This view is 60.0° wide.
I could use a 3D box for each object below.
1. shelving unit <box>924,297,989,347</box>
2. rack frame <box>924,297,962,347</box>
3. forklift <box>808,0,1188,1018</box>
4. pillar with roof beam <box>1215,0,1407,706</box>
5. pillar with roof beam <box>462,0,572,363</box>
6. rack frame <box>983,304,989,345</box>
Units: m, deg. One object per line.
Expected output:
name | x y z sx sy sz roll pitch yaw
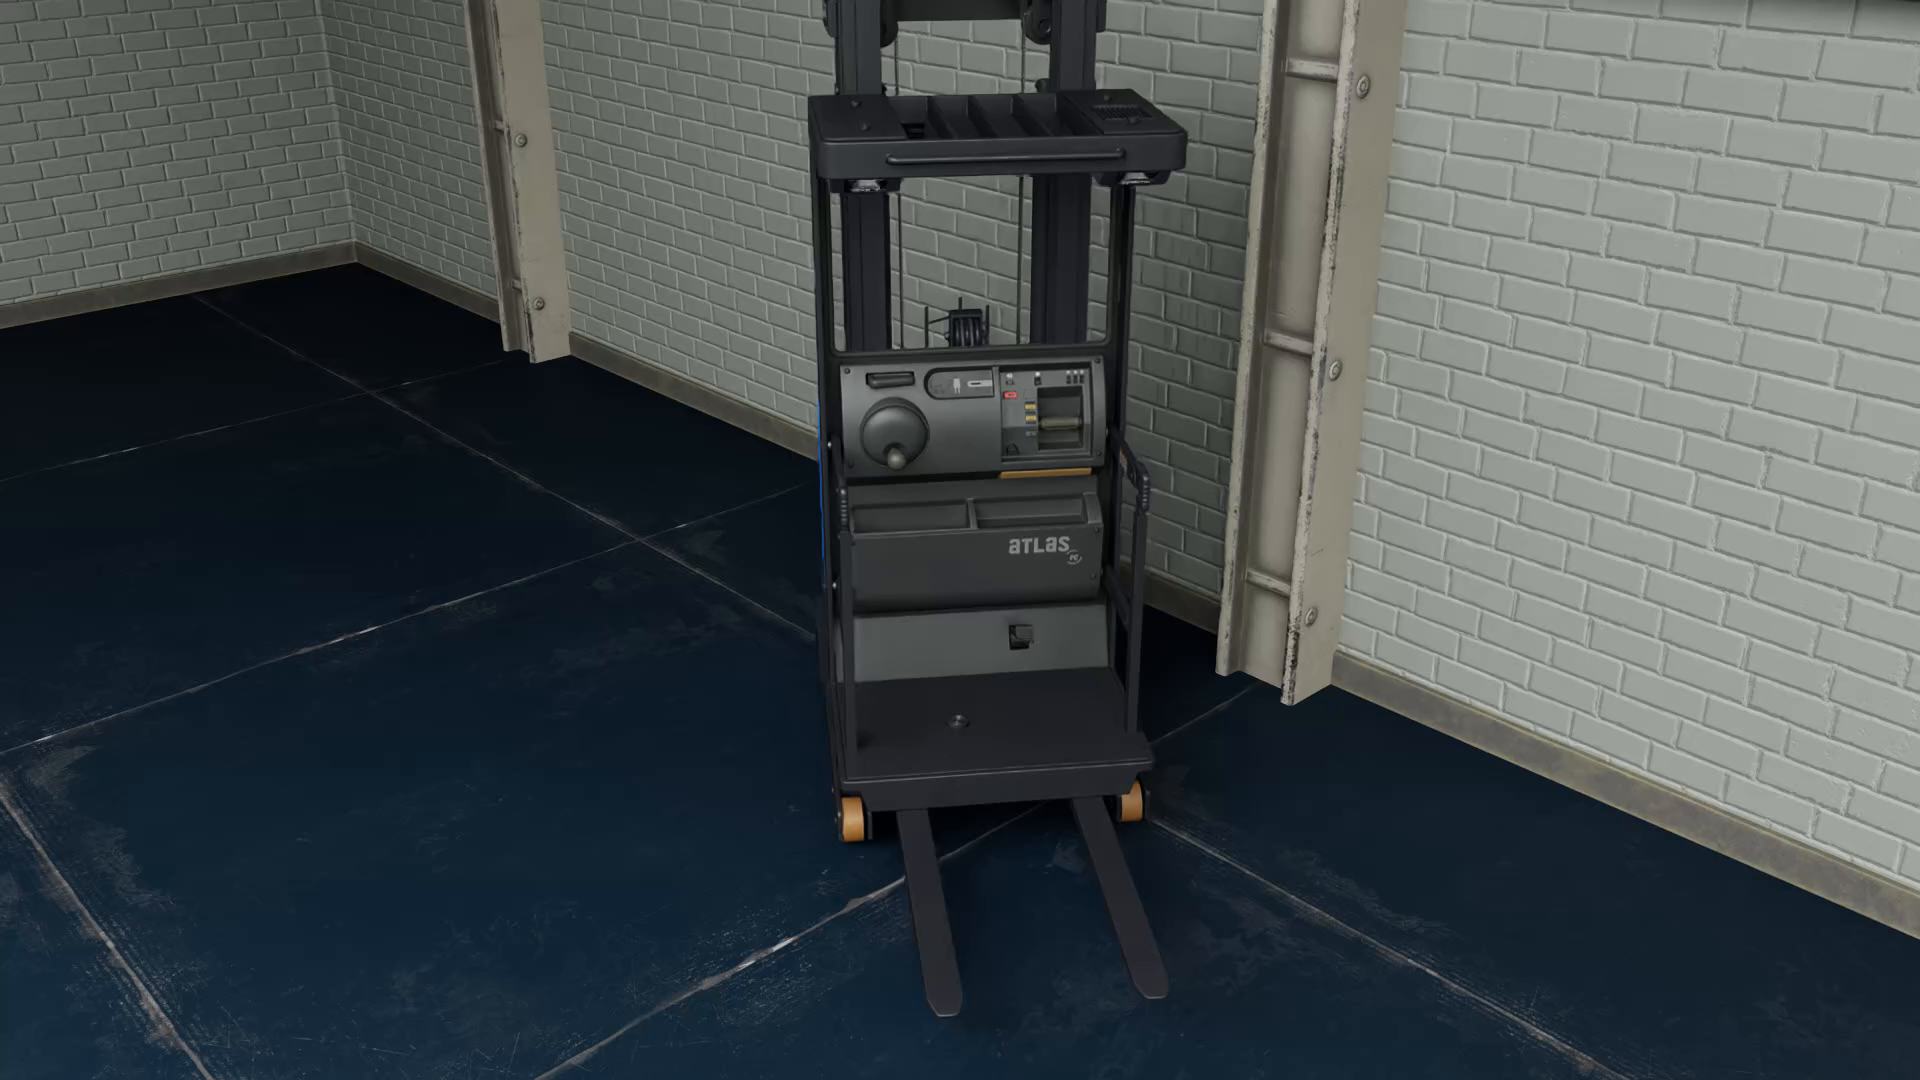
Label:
shelving unit | -0.015 -0.547 8.003 0.258 1.200 0.189 -22 32 -39
rack frame | -0.079 -0.574 8.063 0.240 1.200 0.006 -22 32 -39
forklift | 0.079 -0.414 5.626 1.130 2.935 3.031 -3 25 -7
pillar with roof beam | -1.820 -2.300 2.449 9.100 9.000 0.400 -21 32 -38
pillar with roof beam | -5.921 -4.117 6.433 9.100 9.000 0.400 -21 32 -38
rack frame | 0.049 -0.520 7.944 0.240 1.200 0.006 -22 32 -39
